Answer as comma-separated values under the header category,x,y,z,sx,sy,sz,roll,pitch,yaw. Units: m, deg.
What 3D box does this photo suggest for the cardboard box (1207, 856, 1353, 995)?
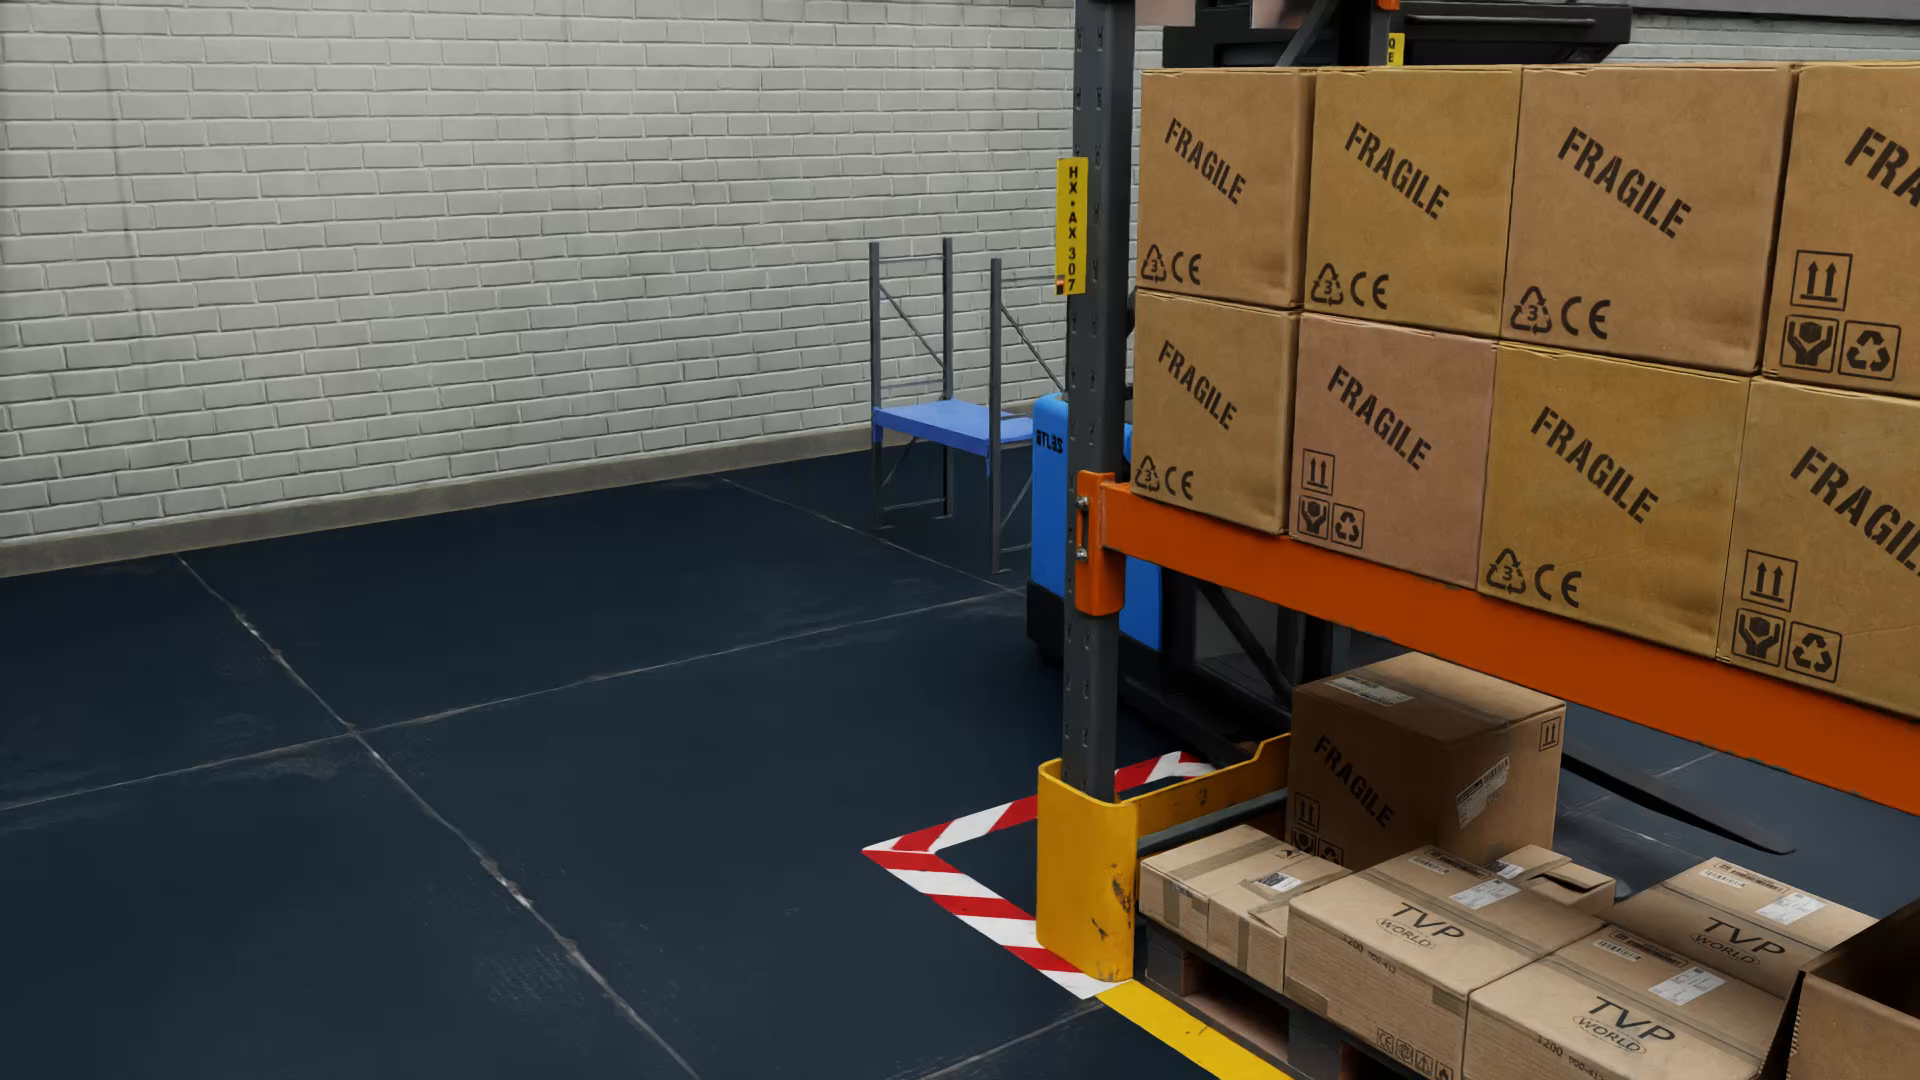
category,x,y,z,sx,sy,sz,roll,pitch,yaw
cardboard box,0.827,0.924,4.050,0.380,0.166,0.250,-11,19,-35

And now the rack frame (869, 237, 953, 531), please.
category,x,y,z,sx,sy,sz,roll,pitch,yaw
rack frame,-0.249,-0.814,8.708,0.500,1.500,0.032,-11,19,-35

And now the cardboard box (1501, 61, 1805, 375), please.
category,x,y,z,sx,sy,sz,roll,pitch,yaw
cardboard box,1.363,-0.603,3.013,0.500,0.500,0.500,-11,19,-34

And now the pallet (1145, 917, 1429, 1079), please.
category,x,y,z,sx,sy,sz,roll,pitch,yaw
pallet,1.226,1.105,4.138,1.003,0.211,1.213,-11,19,-35

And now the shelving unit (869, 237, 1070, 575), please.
category,x,y,z,sx,sy,sz,roll,pitch,yaw
shelving unit,0.050,-0.705,8.312,0.538,1.500,1.048,-11,19,-35

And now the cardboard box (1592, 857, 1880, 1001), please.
category,x,y,z,sx,sy,sz,roll,pitch,yaw
cardboard box,1.765,0.973,3.713,0.500,0.250,0.500,-11,19,-35

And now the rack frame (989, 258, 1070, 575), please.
category,x,y,z,sx,sy,sz,roll,pitch,yaw
rack frame,0.349,-0.597,7.915,0.500,1.500,0.032,-11,19,-35

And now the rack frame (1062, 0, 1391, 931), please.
category,x,y,z,sx,sy,sz,roll,pitch,yaw
rack frame,0.712,-0.426,4.451,1.000,3.000,0.127,-11,19,-35

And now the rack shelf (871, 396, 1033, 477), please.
category,x,y,z,sx,sy,sz,roll,pitch,yaw
rack shelf,0.050,-0.532,8.359,0.538,0.185,1.000,-11,19,-35

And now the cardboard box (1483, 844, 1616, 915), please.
category,x,y,z,sx,sy,sz,roll,pitch,yaw
cardboard box,1.396,0.907,4.115,0.380,0.166,0.250,-11,19,-35

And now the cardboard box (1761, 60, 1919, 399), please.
category,x,y,z,sx,sy,sz,roll,pitch,yaw
cardboard box,1.663,-0.494,2.617,0.500,0.500,0.500,-11,19,-35

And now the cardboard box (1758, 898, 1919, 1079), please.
category,x,y,z,sx,sy,sz,roll,pitch,yaw
cardboard box,1.955,1.020,3.064,0.797,0.503,0.637,-11,19,-35

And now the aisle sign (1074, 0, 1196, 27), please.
category,x,y,z,sx,sy,sz,roll,pitch,yaw
aisle sign,0.434,-1.649,3.994,0.394,0.787,0.004,-11,19,-35

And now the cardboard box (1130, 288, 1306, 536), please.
category,x,y,z,sx,sy,sz,roll,pitch,yaw
cardboard box,0.759,-0.339,3.942,0.500,0.500,0.500,-10,18,-33

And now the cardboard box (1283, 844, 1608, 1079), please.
category,x,y,z,sx,sy,sz,roll,pitch,yaw
cardboard box,1.096,0.955,3.780,0.500,0.250,0.500,-11,19,-35

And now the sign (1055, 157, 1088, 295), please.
category,x,y,z,sx,sy,sz,roll,pitch,yaw
sign,0.273,-0.759,4.028,0.100,0.325,0.005,-11,19,-35

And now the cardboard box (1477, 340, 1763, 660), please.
category,x,y,z,sx,sy,sz,roll,pitch,yaw
cardboard box,1.360,-0.122,3.149,0.500,0.500,0.500,-11,19,-35

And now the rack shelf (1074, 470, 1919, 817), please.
category,x,y,z,sx,sy,sz,roll,pitch,yaw
rack shelf,1.888,0.348,2.985,1.077,0.370,4.000,-11,19,-35

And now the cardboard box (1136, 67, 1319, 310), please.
category,x,y,z,sx,sy,sz,roll,pitch,yaw
cardboard box,0.759,-0.821,3.810,0.500,0.500,0.500,-10,18,-33

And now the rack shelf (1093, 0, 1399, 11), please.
category,x,y,z,sx,sy,sz,roll,pitch,yaw
rack shelf,1.888,-1.099,2.589,1.077,0.370,4.000,-11,19,-35

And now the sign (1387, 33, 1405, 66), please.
category,x,y,z,sx,sy,sz,roll,pitch,yaw
sign,1.173,-1.219,4.555,0.100,0.325,0.005,-11,19,-35

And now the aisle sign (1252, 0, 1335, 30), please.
category,x,y,z,sx,sy,sz,roll,pitch,yaw
aisle sign,0.919,-1.742,4.334,0.394,0.787,0.004,-11,19,-35

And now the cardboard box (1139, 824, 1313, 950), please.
category,x,y,z,sx,sy,sz,roll,pitch,yaw
cardboard box,0.680,0.880,4.247,0.380,0.149,0.250,-11,19,-35

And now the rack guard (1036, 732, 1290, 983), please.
category,x,y,z,sx,sy,sz,roll,pitch,yaw
rack guard,0.756,0.796,4.721,1.175,0.500,0.348,-11,19,-35

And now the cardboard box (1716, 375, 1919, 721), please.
category,x,y,z,sx,sy,sz,roll,pitch,yaw
cardboard box,1.652,-0.015,2.758,0.500,0.500,0.500,-11,19,-34

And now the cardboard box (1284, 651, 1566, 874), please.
category,x,y,z,sx,sy,sz,roll,pitch,yaw
cardboard box,1.231,0.645,4.438,0.500,0.500,0.500,-11,19,-35

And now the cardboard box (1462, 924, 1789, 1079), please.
category,x,y,z,sx,sy,sz,roll,pitch,yaw
cardboard box,1.390,1.062,3.390,0.500,0.250,0.500,-11,19,-35

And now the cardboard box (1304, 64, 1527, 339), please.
category,x,y,z,sx,sy,sz,roll,pitch,yaw
cardboard box,1.073,-0.710,3.406,0.500,0.500,0.500,-11,19,-34

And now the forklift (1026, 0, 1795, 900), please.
category,x,y,z,sx,sy,sz,roll,pitch,yaw
forklift,1.362,-0.665,5.453,1.130,2.935,3.031,-7,17,-24

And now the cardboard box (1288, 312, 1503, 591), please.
category,x,y,z,sx,sy,sz,roll,pitch,yaw
cardboard box,1.067,-0.229,3.542,0.500,0.500,0.500,-11,19,-35
